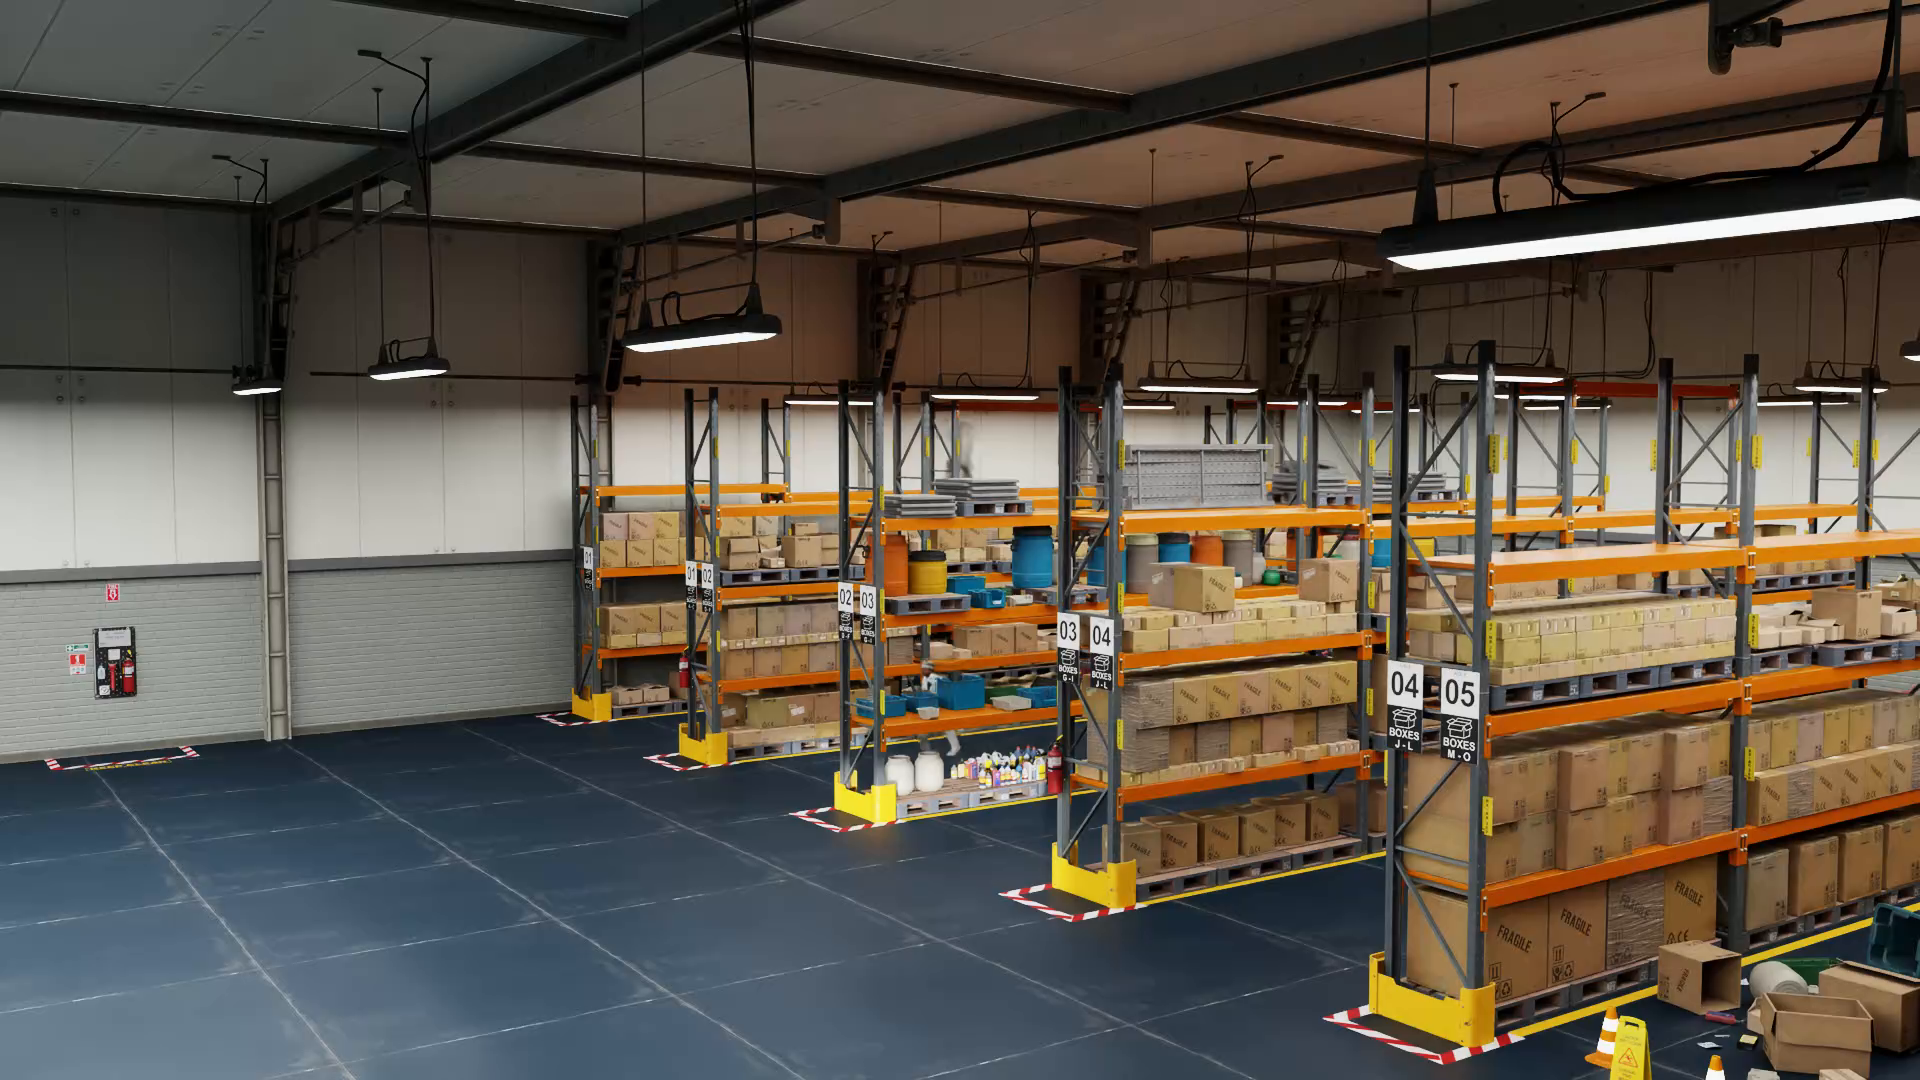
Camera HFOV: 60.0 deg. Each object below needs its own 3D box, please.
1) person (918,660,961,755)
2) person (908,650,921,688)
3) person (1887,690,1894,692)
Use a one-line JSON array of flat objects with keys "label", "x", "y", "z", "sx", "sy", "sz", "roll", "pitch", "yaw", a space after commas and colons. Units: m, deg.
[{"label": "person", "x": -0.341, "y": 2.741, "z": 26.734, "sx": 0.572, "sy": 1.691, "sz": 0.925, "roll": 3, "pitch": 5, "yaw": 43}, {"label": "person", "x": -0.788, "y": 2.562, "z": 31.074, "sx": 0.863, "sy": 1.436, "sz": 0.572, "roll": -2, "pitch": 4, "yaw": -32}, {"label": "person", "x": 12.528, "y": 2.935, "z": 22.344, "sx": 0.800, "sy": 1.851, "sz": 0.618, "roll": -2, "pitch": 4, "yaw": -33}]
